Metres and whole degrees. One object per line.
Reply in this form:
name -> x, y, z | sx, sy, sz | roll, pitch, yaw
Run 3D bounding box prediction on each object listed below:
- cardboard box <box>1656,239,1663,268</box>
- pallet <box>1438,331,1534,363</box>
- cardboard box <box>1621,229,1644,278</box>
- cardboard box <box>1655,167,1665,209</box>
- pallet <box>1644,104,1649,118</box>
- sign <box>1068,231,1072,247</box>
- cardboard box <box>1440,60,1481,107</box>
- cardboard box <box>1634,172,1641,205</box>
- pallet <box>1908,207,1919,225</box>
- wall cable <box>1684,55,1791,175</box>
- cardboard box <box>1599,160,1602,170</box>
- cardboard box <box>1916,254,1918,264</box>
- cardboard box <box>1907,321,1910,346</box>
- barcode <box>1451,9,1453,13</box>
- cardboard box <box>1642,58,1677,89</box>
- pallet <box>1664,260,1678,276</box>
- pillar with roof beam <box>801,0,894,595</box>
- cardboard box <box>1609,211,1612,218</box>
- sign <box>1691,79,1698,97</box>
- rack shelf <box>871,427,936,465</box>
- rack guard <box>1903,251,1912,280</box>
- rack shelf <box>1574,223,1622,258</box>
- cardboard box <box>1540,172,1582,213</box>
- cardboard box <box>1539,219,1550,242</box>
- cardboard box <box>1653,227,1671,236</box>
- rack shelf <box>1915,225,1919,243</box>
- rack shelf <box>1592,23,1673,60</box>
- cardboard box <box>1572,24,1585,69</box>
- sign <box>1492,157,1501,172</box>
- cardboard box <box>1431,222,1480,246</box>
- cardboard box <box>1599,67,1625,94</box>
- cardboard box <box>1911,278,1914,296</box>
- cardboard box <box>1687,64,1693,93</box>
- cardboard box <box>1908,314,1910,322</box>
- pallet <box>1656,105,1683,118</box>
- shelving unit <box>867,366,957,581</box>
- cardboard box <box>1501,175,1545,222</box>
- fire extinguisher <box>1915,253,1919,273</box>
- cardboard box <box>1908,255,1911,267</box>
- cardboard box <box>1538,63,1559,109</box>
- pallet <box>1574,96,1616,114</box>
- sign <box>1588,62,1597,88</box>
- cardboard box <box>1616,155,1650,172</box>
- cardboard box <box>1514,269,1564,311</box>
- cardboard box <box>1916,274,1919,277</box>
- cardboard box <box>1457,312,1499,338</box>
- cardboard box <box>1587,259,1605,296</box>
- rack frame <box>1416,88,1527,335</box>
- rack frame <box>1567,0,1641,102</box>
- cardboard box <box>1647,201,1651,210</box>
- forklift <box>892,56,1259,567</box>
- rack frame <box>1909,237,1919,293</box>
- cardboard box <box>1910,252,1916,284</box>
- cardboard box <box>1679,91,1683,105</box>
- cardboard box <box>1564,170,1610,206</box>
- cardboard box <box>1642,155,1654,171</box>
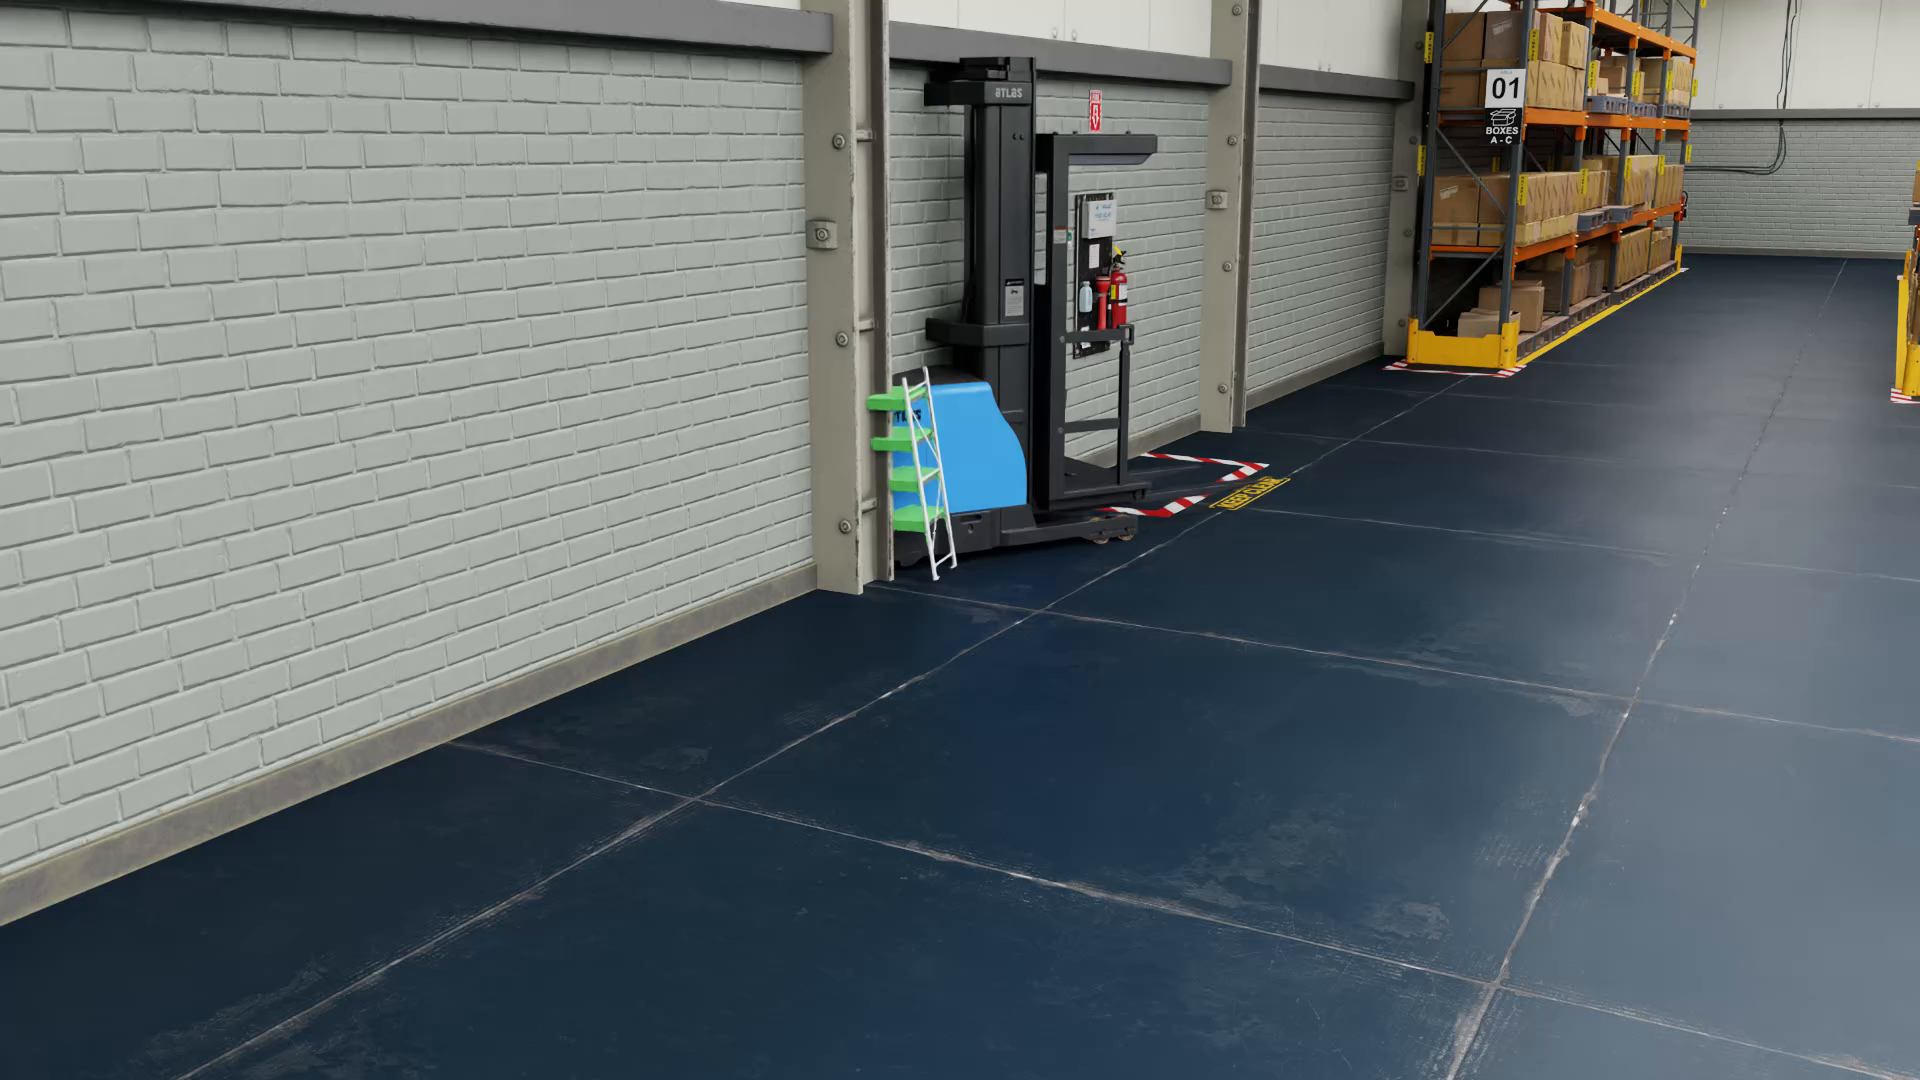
cardboard box -> 12.361, -5.232, 30.271 | 0.700, 0.500, 0.500 | 8, 16, 29
pallet -> 6.073, -2.254, 19.432 | 1.003, 0.211, 1.213 | 7, 15, 28
cardboard box -> 10.786, -4.721, 27.408 | 0.750, 0.750, 0.750 | 8, 16, 30
cardboard box -> 11.691, -6.148, 28.997 | 0.980, 0.700, 0.700 | 8, 16, 29
pallet -> 10.283, -6.807, 26.370 | 1.003, 0.211, 1.213 | 8, 16, 31
sign -> 0.718, -2.112, 11.688 | 0.001, 0.109, 0.331 | 7, 15, 28
cardboard box -> 5.593, -5.062, 18.474 | 0.500, 0.500, 0.500 | 9, 16, 32
cardboard box -> 10.441, -5.554, 26.281 | 0.500, 0.500, 0.500 | 7, 15, 28
pallet -> 14.085, -4.566, 23.481 | 1.213, 0.211, 1.003 | 7, 15, 28
wall cable -> 16.395, -9.241, 36.288 | 3.097, 2.526, 0.112 | 7, 15, 28
cardboard box -> 9.340, -5.576, 24.727 | 0.380, 0.149, 0.250 | 5, 15, 21
cardboard box -> 14.089, -4.106, 23.958 | 0.500, 0.250, 0.500 | 8, 16, 30
cardboard box -> 10.903, -2.294, 18.619 | 0.500, 0.250, 0.500 | 7, 15, 28
barcode -> 5.518, -5.918, 18.654 | 0.001, 0.075, 0.075 | 7, 15, 28
cardboard box -> 12.004, -8.010, 28.570 | 0.500, 0.500, 0.500 | 7, 15, 28
pallet -> 13.030, -5.185, 31.591 | 1.003, 0.211, 1.213 | 7, 15, 28
pillar with roof beam -> 3.162, -3.640, 6.429 | 9.100, 9.000, 0.400 | 7, 15, 28
cardboard box -> 9.842, -5.001, 25.372 | 0.380, 0.149, 0.250 | 7, 15, 27
sign -> 13.816, -8.500, 31.269 | 0.100, 0.325, 0.005 | 7, 15, 28
rack shelf -> -0.401, -0.548, 9.467 | 0.480, 0.148, 0.258 | 4, 23, 31
rack guard -> 17.649, -4.923, 29.885 | 1.175, 0.500, 0.348 | 7, 15, 28
rack shelf -> 8.513, -4.312, 23.556 | 1.077, 0.370, 4.000 | 7, 15, 28
cardboard box -> 7.589, -4.421, 21.149 | 0.500, 0.500, 0.500 | 7, 15, 28
cardboard box -> 6.617, -3.644, 19.526 | 0.500, 0.250, 0.500 | 7, 15, 27
cardboard box -> 13.071, -5.764, 31.094 | 0.380, 0.149, 0.250 | 8, 16, 30
rack shelf -> 14.785, -4.573, 24.635 | 1.077, 0.370, 4.000 | 7, 15, 28
rack shelf -> 10.447, -7.855, 26.304 | 1.077, 0.370, 4.000 | 7, 15, 28
cardboard box -> 7.285, -6.007, 20.259 | 0.500, 0.500, 0.500 | 8, 16, 31
sign -> 7.059, -4.877, 21.892 | 0.100, 0.325, 0.005 | 7, 15, 28
cardboard box -> 5.669, -3.486, 18.870 | 0.500, 0.250, 0.500 | 8, 16, 29
cardboard box -> 9.660, -6.897, 25.191 | 0.700, 0.500, 0.500 | 6, 15, 24
cardboard box -> 12.565, -3.259, 21.427 | 0.500, 0.311, 0.500 | 7, 15, 27
cardboard box -> 13.233, -8.535, 30.748 | 0.500, 0.500, 0.500 | 7, 15, 28
cardboard box -> 12.325, -2.885, 21.072 | 0.500, 0.250, 0.500 | 8, 16, 29
pallet -> 12.409, -7.724, 29.962 | 1.003, 0.211, 1.213 | 7, 15, 28
shelving unit -> -0.376, -0.384, 9.526 | 0.503, 1.200, 0.258 | 4, 23, 31
cardboard box -> 6.354, -3.897, 18.974 | 0.500, 0.500, 0.500 | 7, 15, 28
fire extinguisher -> 9.487, -2.861, 16.168 | 0.296, 0.674, 0.183 | 7, 15, 28
cardboard box -> 16.933, -4.848, 29.173 | 0.500, 0.250, 0.500 | 7, 15, 28
cardboard box -> 6.532, -5.201, 19.051 | 0.500, 0.500, 0.500 | 8, 16, 31
pallet -> 7.938, -5.733, 21.915 | 1.213, 0.211, 1.003 | 7, 15, 28
sign -> 8.025, -5.901, 21.109 | 0.100, 0.325, 0.005 | 7, 15, 28
cardboard box -> 10.910, -6.127, 27.058 | 0.500, 0.250, 0.500 | 8, 16, 29
cardboard box -> 7.888, -3.403, 22.645 | 0.700, 0.500, 0.500 | 8, 16, 30
cardboard box -> 11.152, -2.760, 18.953 | 0.500, 0.500, 0.500 | 7, 15, 28
cardboard box -> 6.026, -2.470, 19.176 | 0.500, 0.311, 0.500 | 6, 15, 22
cardboard box -> 9.178, -3.918, 24.778 | 0.700, 0.500, 0.500 | 8, 16, 29
rack frame -> 5.613, -3.431, 18.366 | 1.000, 3.000, 0.127 | 7, 15, 28
rack frame -> 9.480, -7.989, 24.471 | 1.000, 3.000, 0.127 | 7, 15, 28
cardboard box -> 11.397, -5.625, 27.958 | 0.380, 0.149, 0.250 | 8, 16, 29
forklift -> 0.543, -1.498, 10.493 | 3.031, 2.935, 1.130 | -8, 16, -29
rack frame -> 15.752, -5.333, 26.253 | 1.000, 3.000, 0.127 | 7, 15, 28
cardboard box -> 15.305, -4.260, 26.197 | 0.500, 0.500, 0.500 | 7, 15, 26
cardboard box -> 12.728, -7.957, 29.950 | 0.500, 0.250, 0.500 | 7, 15, 26
cardboard box -> 9.262, -5.237, 24.706 | 0.700, 0.500, 0.500 | 5, 15, 21
cardboard box -> 11.157, -6.232, 27.493 | 0.500, 0.250, 0.500 | 8, 16, 29
